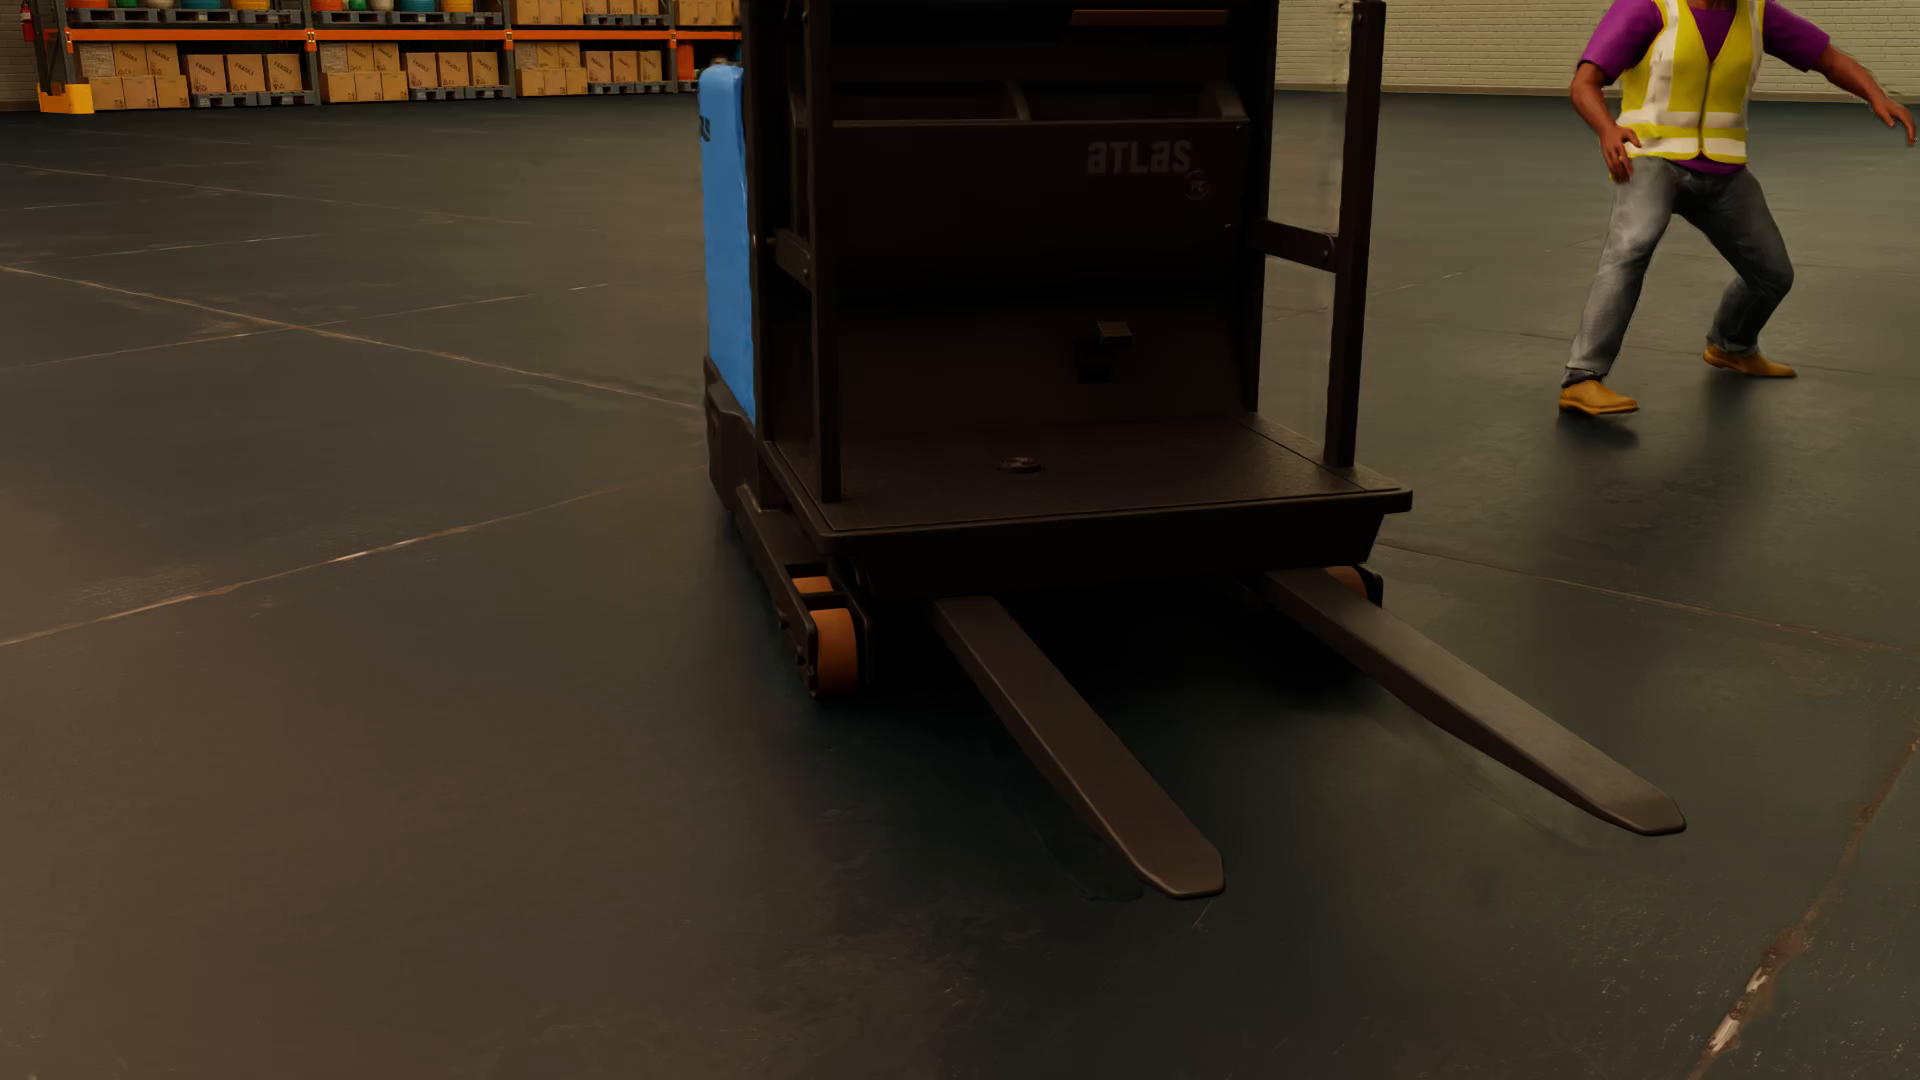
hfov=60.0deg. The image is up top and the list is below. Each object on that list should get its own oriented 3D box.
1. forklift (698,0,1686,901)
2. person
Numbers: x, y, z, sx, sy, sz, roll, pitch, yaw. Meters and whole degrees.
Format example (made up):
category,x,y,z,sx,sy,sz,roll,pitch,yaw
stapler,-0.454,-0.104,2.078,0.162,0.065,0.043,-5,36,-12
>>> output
category,x,y,z,sx,sy,sz,roll,pitch,yaw
forklift,0.177,-1.240,2.981,1.130,2.935,3.031,-4,17,-14
person,2.422,-1.222,5.308,1.069,1.600,0.980,-1,17,-3
